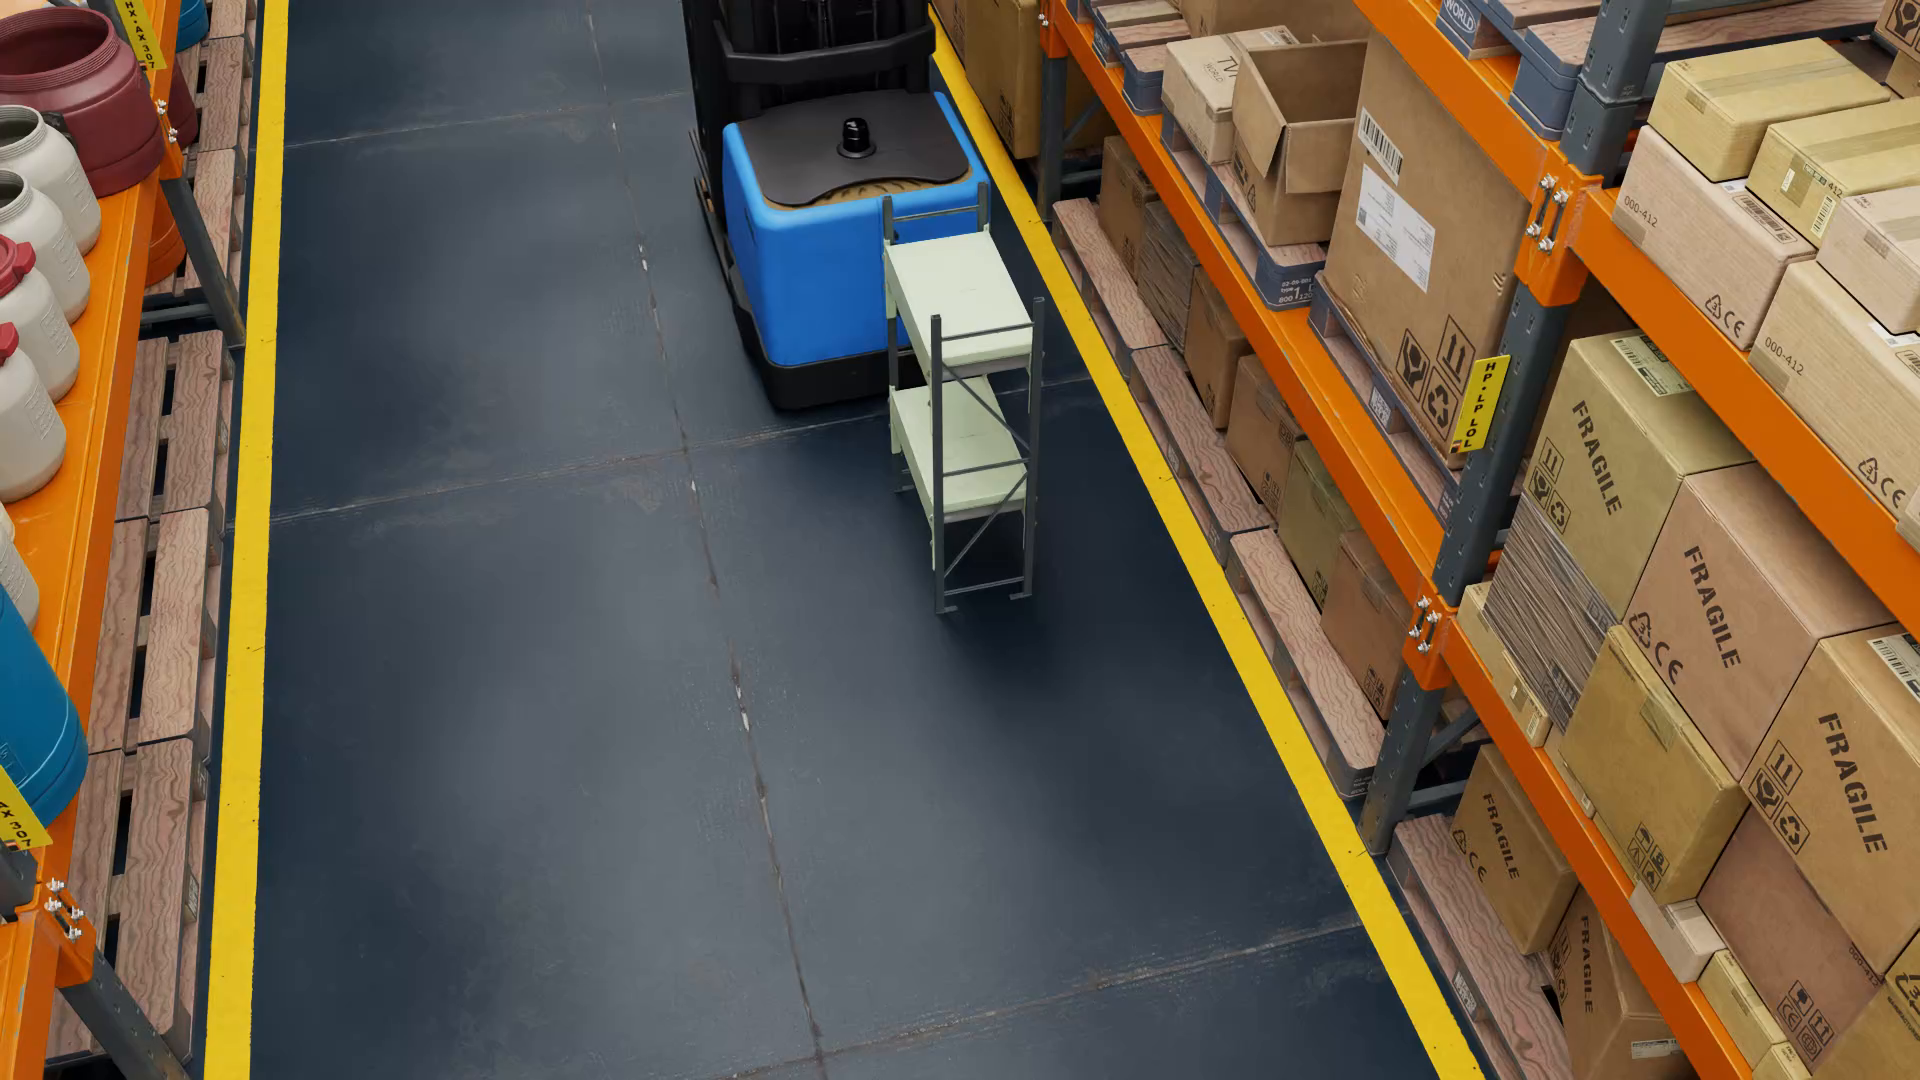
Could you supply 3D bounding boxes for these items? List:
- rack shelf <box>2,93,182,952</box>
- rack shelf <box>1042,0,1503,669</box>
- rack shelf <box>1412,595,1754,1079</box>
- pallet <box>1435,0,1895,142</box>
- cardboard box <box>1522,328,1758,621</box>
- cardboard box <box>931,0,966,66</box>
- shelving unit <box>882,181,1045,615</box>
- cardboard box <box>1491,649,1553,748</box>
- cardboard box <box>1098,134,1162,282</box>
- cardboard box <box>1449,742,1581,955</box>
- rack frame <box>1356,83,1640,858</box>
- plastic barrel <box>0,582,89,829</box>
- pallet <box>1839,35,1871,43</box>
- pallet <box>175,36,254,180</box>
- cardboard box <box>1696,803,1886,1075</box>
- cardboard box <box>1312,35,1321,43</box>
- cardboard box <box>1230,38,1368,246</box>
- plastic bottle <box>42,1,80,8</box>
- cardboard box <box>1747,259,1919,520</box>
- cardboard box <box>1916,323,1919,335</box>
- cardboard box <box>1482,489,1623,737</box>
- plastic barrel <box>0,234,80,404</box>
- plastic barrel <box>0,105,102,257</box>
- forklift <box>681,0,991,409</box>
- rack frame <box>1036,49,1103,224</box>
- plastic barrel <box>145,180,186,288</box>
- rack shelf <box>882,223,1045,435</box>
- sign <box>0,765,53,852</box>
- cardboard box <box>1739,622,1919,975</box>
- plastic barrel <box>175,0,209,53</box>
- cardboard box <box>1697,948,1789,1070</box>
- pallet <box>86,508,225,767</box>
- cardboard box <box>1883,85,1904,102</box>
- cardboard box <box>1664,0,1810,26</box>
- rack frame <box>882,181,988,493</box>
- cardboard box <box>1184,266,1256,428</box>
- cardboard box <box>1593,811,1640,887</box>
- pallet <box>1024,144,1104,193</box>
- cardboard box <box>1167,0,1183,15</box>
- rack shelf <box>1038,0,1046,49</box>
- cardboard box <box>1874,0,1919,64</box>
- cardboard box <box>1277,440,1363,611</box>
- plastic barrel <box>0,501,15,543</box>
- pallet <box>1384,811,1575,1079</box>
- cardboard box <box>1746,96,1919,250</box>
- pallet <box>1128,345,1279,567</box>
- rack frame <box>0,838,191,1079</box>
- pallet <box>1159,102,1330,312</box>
[{"bbox_3d":[-3.377,-0.281,5.680,1.077,0.370,4.000,-11,47,-10],"label":"rack shelf"},{"bbox_3d":[1.411,-1.187,6.567,1.077,0.370,4.000,-11,47,-10],"label":"rack shelf"},{"bbox_3d":[2.435,1.575,3.861,1.077,0.370,4.000,-11,47,-10],"label":"rack shelf"},{"bbox_3d":[1.868,-1.488,4.390,1.213,0.211,1.003,-11,47,-10],"label":"pallet"},{"bbox_3d":[1.792,-0.190,4.108,0.500,0.500,0.500,-11,47,-10],"label":"cardboard box"},{"bbox_3d":[0.521,-3.320,9.348,1.225,0.875,0.875,-11,47,-10],"label":"cardboard box"},{"bbox_3d":[0.002,-0.520,6.461,0.431,1.500,0.755,-11,47,-10],"label":"shelving unit"},{"bbox_3d":[1.738,0.409,4.676,0.380,0.149,0.250,-11,47,-10],"label":"cardboard box"},{"bbox_3d":[1.089,-1.640,7.949,0.700,0.500,0.500,-13,47,-12],"label":"cardboard box"},{"bbox_3d":[1.986,0.954,5.422,0.500,0.500,0.500,-12,47,-12],"label":"cardboard box"},{"bbox_3d":[1.923,-0.058,4.957,1.000,3.000,0.127,-11,47,-10],"label":"rack frame"},{"bbox_3d":[-2.671,0.350,4.206,0.600,0.901,0.708,-11,47,-10],"label":"plastic barrel"},{"bbox_3d":[5.521,-3.220,10.009,1.003,0.211,1.213,-11,47,-10],"label":"pallet"},{"bbox_3d":[-4.440,-2.315,9.122,1.003,0.211,1.213,-11,47,-10],"label":"pallet"},{"bbox_3d":[2.297,0.804,3.835,0.875,0.500,0.500,-11,47,-10],"label":"cardboard box"},{"bbox_3d":[1.587,-1.817,6.482,0.396,0.266,0.258,-12,47,-11],"label":"cardboard box"},{"bbox_3d":[1.390,-1.421,5.927,0.797,0.503,0.637,-6,46,-6],"label":"cardboard box"},{"bbox_3d":[-3.835,-2.200,7.144,0.152,0.276,0.135,-11,47,-10],"label":"plastic bottle"},{"bbox_3d":[1.931,-0.333,3.232,0.500,0.250,0.500,-11,47,-11],"label":"cardboard box"},{"bbox_3d":[1.995,-0.390,3.008,0.380,0.149,0.250,-9,46,-9],"label":"cardboard box"},{"bbox_3d":[1.978,0.125,4.500,0.875,0.500,0.500,-11,47,-10],"label":"cardboard box"},{"bbox_3d":[-3.197,-0.706,5.497,0.433,0.535,0.433,0,46,0],"label":"plastic barrel"},{"bbox_3d":[-3.419,-1.282,6.078,0.421,0.512,0.421,0,46,0],"label":"plastic barrel"},{"bbox_3d":[-0.750,-2.687,7.582,1.130,2.935,3.031,-12,47,-11],"label":"forklift"},{"bbox_3d":[0.899,-2.819,7.664,1.000,3.000,0.127,-11,47,-10],"label":"rack frame"},{"bbox_3d":[-4.031,-1.636,7.729,0.600,0.830,0.708,-11,47,-10],"label":"plastic barrel"},{"bbox_3d":[0.002,-0.793,6.182,0.431,0.370,0.720,-11,47,-10],"label":"rack shelf"},{"bbox_3d":[-2.331,0.658,4.062,0.100,0.325,0.005,-11,47,-10],"label":"sign"},{"bbox_3d":[2.049,0.501,3.432,0.500,0.500,0.500,-11,47,-10],"label":"cardboard box"},{"bbox_3d":[-4.609,-3.220,9.232,0.600,0.901,0.708,-11,47,-10],"label":"plastic barrel"},{"bbox_3d":[2.031,1.092,4.006,0.380,0.149,0.250,-11,47,-10],"label":"cardboard box"},{"bbox_3d":[-3.420,0.445,6.417,1.003,0.211,1.213,-11,47,-10],"label":"pallet"},{"bbox_3d":[2.292,-0.788,3.678,0.500,0.250,0.500,-9,46,-9],"label":"cardboard box"},{"bbox_3d":[1.898,-1.633,4.035,0.797,0.503,0.637,-13,47,-12],"label":"cardboard box"},{"bbox_3d":[-0.092,-0.773,6.708,0.400,1.500,0.023,-11,47,-10],"label":"rack frame"},{"bbox_3d":[1.396,-0.869,7.194,0.700,0.500,0.500,-7,46,-7],"label":"cardboard box"},{"bbox_3d":[1.902,0.747,4.344,0.380,0.149,0.250,-11,47,-10],"label":"cardboard box"},{"bbox_3d":[0.770,-2.401,9.206,1.003,0.211,1.213,-11,47,-10],"label":"pallet"},{"bbox_3d":[1.076,-2.636,7.120,0.500,0.500,0.500,-16,48,-15],"label":"cardboard box"},{"bbox_3d":[0.387,-3.948,9.274,1.077,0.370,4.000,-11,47,-10],"label":"rack shelf"},{"bbox_3d":[2.284,-1.158,3.306,0.500,0.500,0.500,-12,47,-11],"label":"cardboard box"},{"bbox_3d":[1.682,-0.097,6.438,0.700,0.500,0.500,-11,47,-11],"label":"cardboard box"},{"bbox_3d":[-3.056,-0.046,5.042,0.301,0.262,0.301,0,46,0],"label":"plastic barrel"},{"bbox_3d":[2.129,1.375,5.505,1.003,0.211,1.213,-11,47,-10],"label":"pallet"},{"bbox_3d":[1.842,-0.743,3.354,0.380,0.149,0.250,-13,47,-12],"label":"cardboard box"},{"bbox_3d":[1.406,-0.463,7.307,1.003,0.211,1.213,-11,47,-10],"label":"pallet"},{"bbox_3d":[-2.862,0.847,4.070,0.949,2.616,0.053,-11,47,-10],"label":"rack frame"},{"bbox_3d":[1.445,-1.393,6.400,1.003,0.211,1.213,-11,47,-10],"label":"pallet"}]
